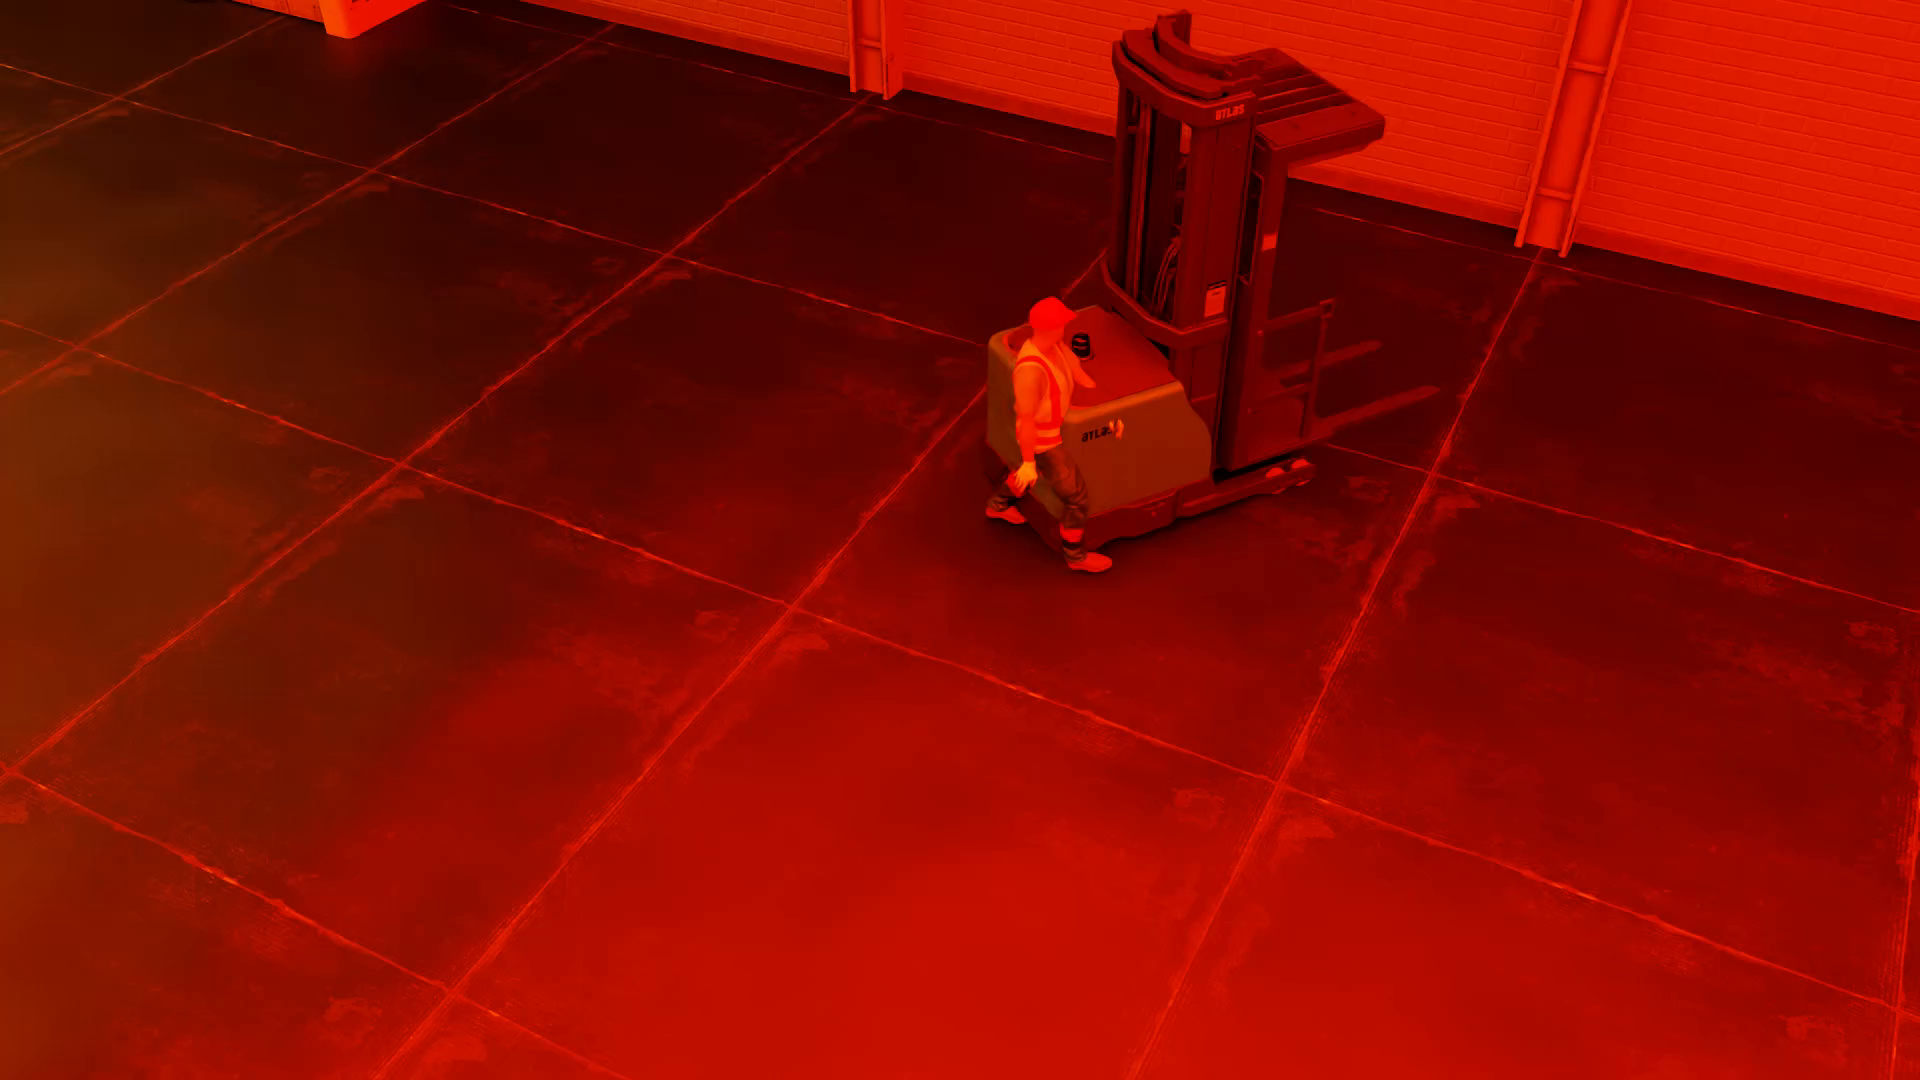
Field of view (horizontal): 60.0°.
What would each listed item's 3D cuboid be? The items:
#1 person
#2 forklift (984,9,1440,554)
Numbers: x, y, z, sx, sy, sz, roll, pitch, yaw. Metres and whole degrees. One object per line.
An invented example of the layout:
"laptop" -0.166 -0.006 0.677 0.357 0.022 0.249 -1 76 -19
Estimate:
"person" 0.528 -0.579 9.642 0.832 1.716 0.714 6 40 7
"forklift" 1.707 -1.701 10.007 3.031 2.935 1.130 -18 43 -20
